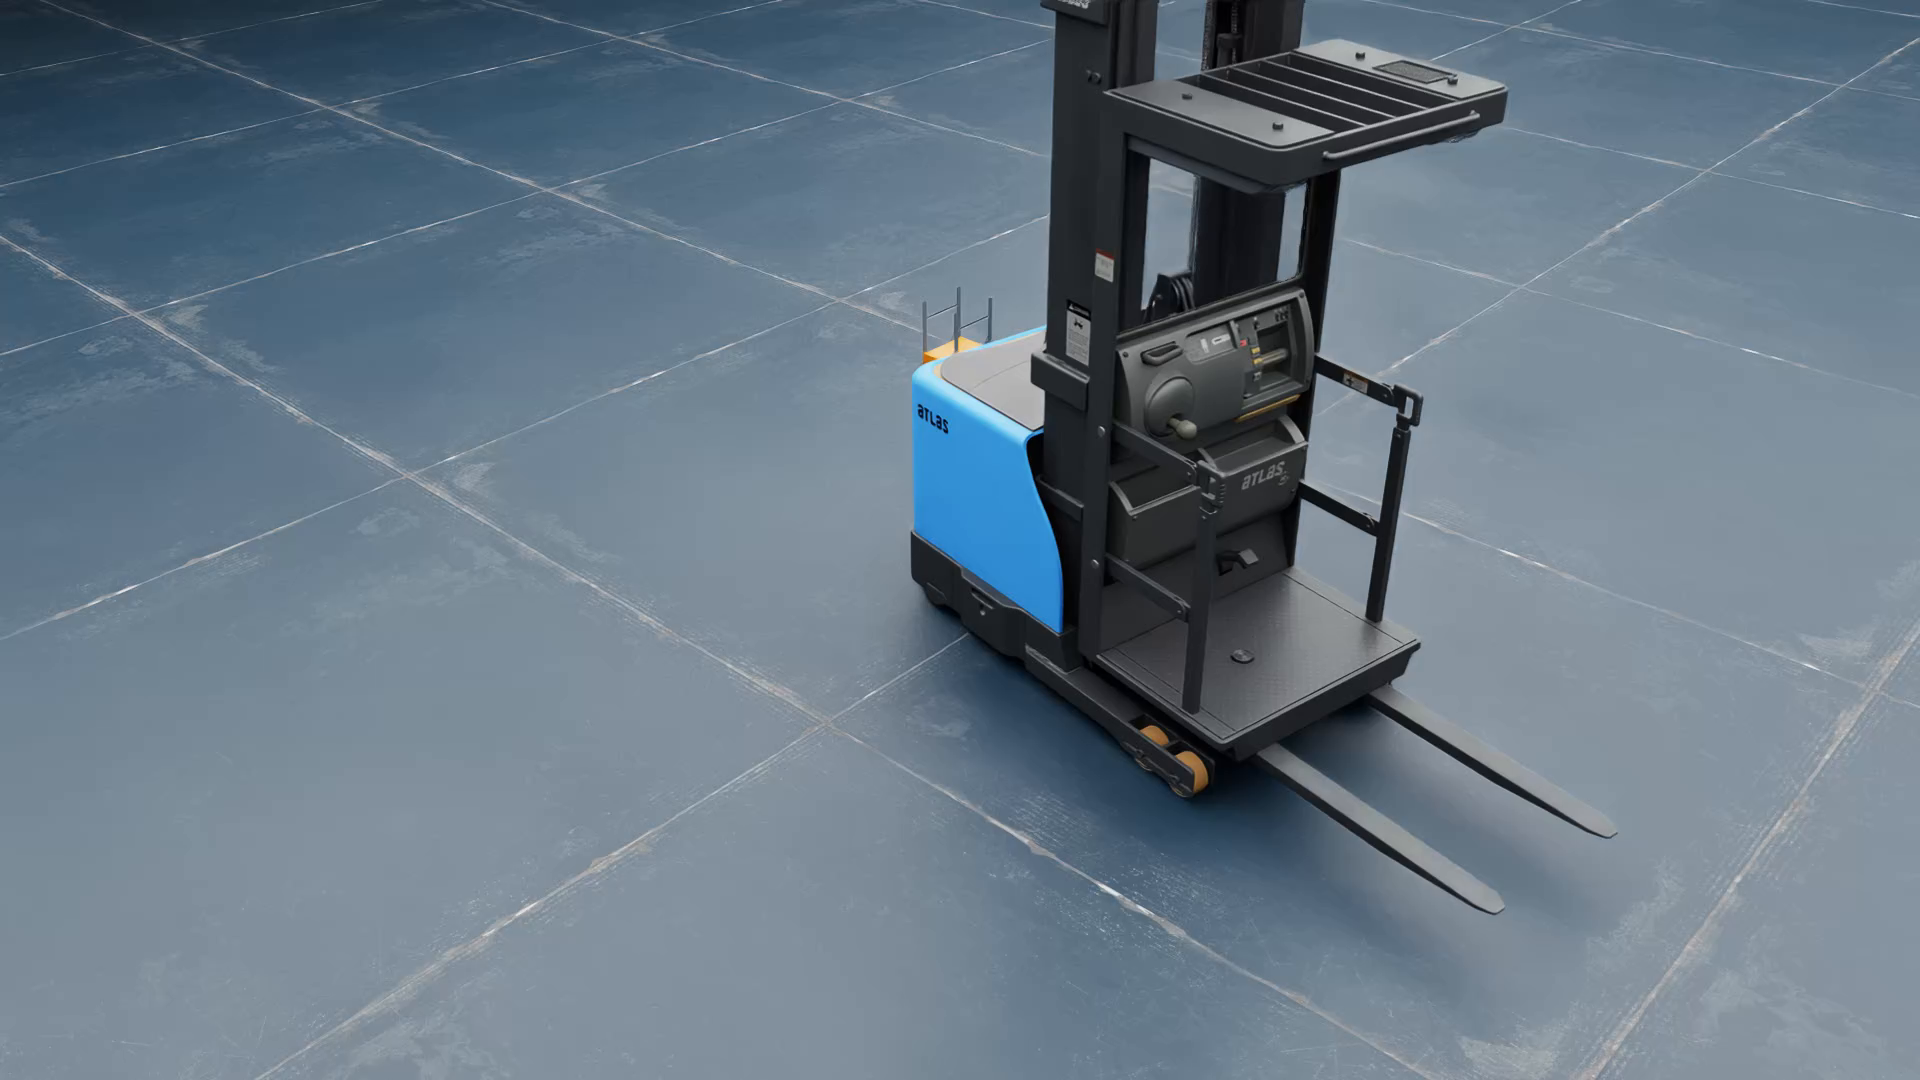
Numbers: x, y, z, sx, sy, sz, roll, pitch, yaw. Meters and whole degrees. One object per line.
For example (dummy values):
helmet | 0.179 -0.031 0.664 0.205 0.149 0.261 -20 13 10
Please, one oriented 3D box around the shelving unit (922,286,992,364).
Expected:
shelving unit | -0.011 -0.519 7.449 0.189 1.200 0.258 25 39 35

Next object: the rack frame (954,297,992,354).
rack frame | 0.057 -0.487 7.396 0.006 1.200 0.240 25 39 35

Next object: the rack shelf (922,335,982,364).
rack shelf | -0.011 -0.789 7.286 0.180 0.103 0.258 25 39 35

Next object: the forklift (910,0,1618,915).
forklift | 1.070 -0.592 5.892 1.130 2.935 3.031 -21 37 -31

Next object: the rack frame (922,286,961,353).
rack frame | -0.079 -0.551 7.501 0.006 1.200 0.240 25 39 35
